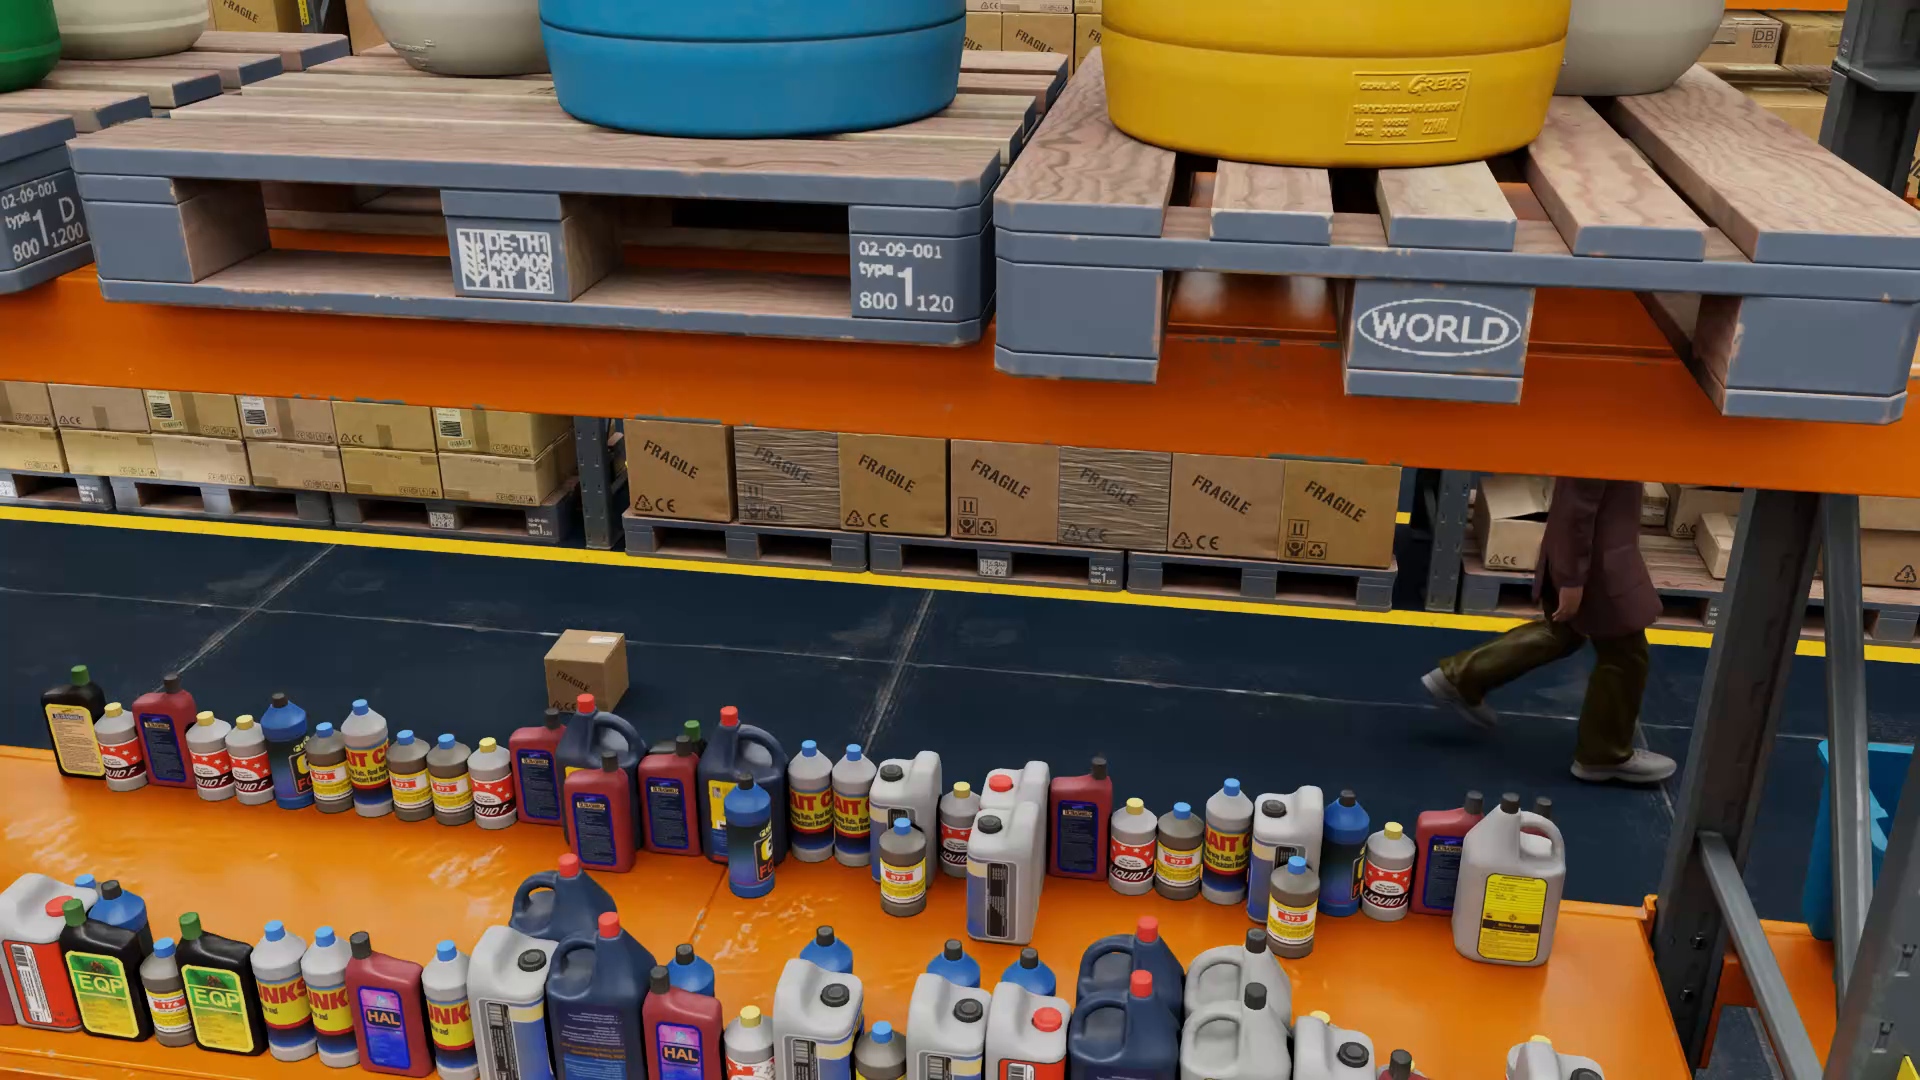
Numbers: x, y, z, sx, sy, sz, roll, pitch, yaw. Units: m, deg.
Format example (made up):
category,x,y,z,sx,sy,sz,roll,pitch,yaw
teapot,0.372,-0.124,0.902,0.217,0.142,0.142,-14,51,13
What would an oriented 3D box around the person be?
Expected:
category,x,y,z,sx,sy,sz,roll,pitch,yaw
person,2.227,0.039,6.024,0.938,1.749,0.573,4,25,8
